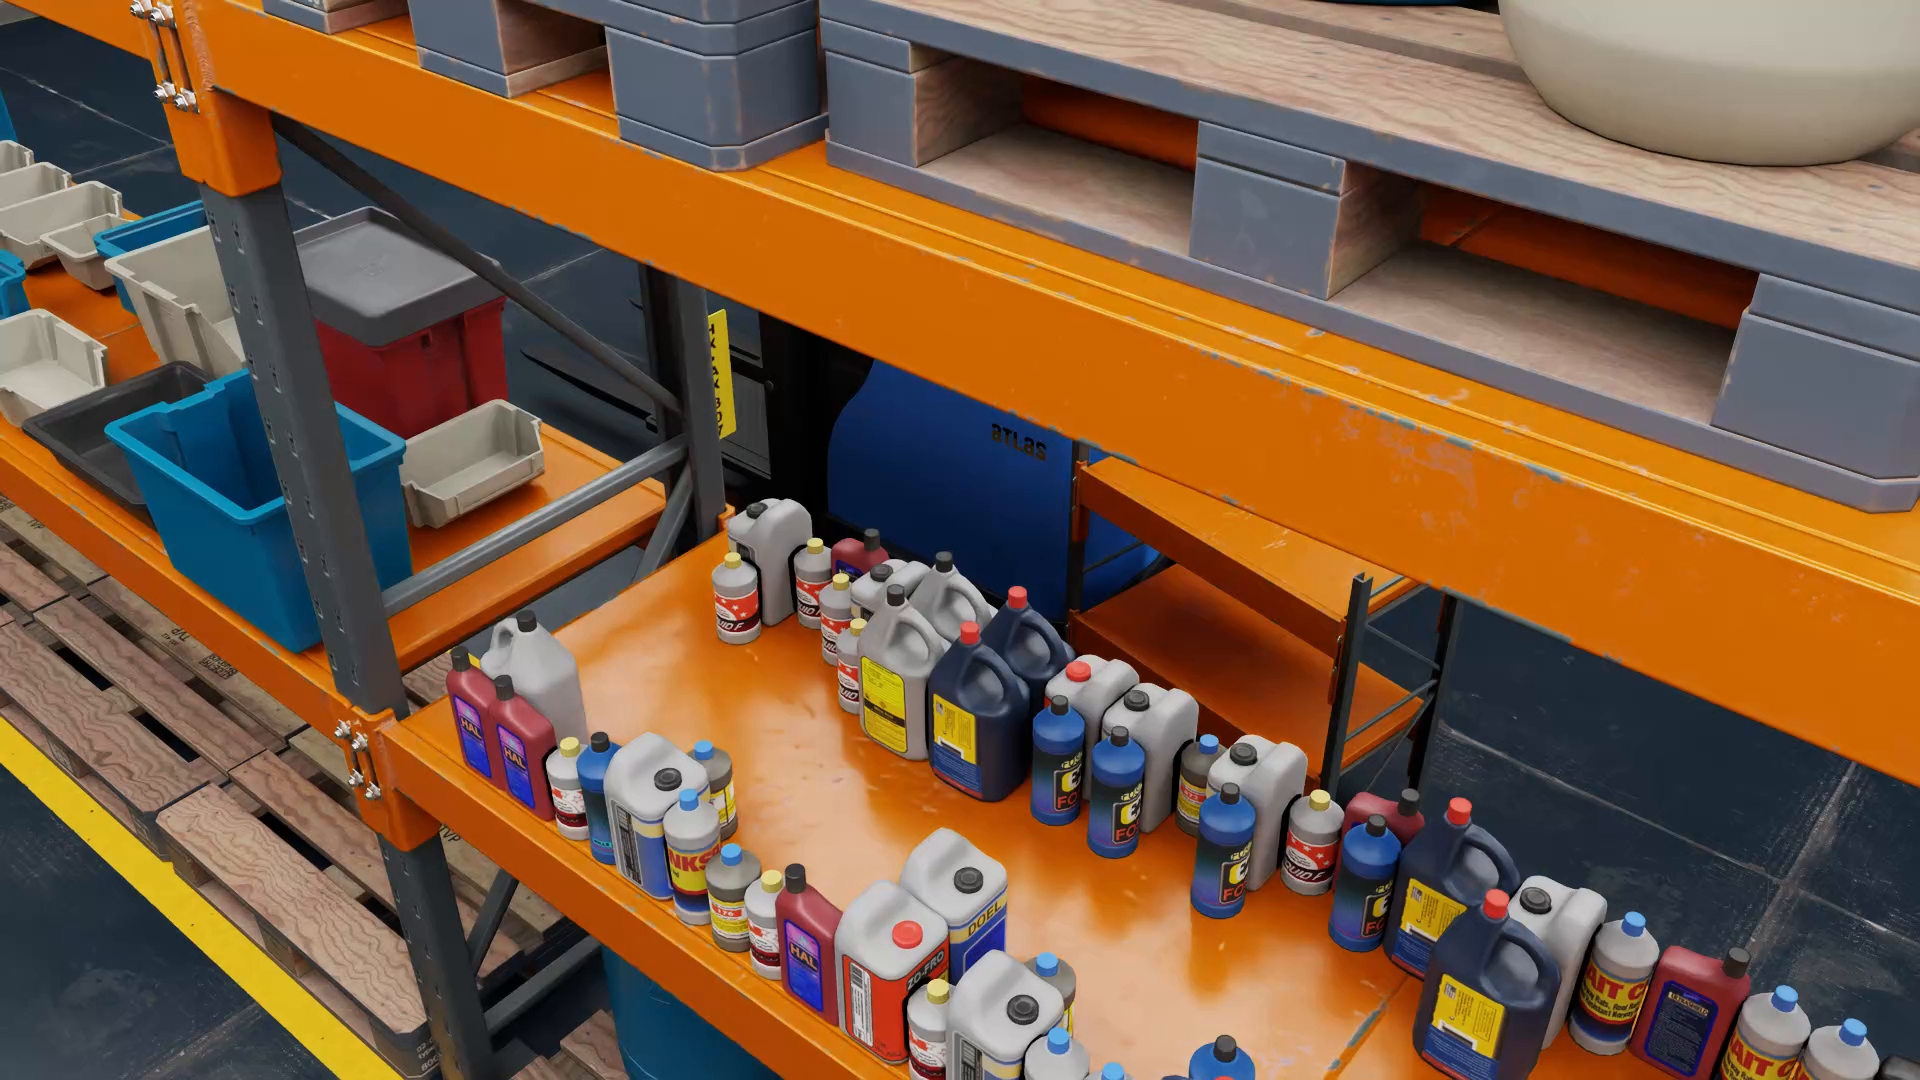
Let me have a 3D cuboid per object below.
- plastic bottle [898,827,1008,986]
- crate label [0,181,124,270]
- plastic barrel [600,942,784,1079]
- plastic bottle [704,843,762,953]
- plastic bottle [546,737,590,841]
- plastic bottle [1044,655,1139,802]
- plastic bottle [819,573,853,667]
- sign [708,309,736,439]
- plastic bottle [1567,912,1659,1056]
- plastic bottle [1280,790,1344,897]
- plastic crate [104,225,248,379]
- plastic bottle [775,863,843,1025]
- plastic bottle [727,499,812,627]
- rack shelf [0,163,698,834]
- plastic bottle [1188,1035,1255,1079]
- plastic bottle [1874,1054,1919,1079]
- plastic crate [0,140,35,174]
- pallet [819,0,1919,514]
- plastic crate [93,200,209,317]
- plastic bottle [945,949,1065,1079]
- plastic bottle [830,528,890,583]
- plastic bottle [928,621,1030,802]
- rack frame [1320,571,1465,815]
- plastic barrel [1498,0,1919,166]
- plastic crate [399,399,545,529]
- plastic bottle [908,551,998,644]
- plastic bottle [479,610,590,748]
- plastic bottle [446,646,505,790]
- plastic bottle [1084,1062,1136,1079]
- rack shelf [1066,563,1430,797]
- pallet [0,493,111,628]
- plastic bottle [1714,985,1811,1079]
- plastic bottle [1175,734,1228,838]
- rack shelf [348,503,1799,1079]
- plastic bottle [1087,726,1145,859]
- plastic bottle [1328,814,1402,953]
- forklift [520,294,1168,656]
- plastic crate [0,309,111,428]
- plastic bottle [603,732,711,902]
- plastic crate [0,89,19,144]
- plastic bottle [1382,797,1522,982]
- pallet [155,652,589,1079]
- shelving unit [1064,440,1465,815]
[{"bbox_3d":[-0.009,0.628,2.796,0.135,0.276,0.152,25,42,32],"label":"plastic bottle"},{"bbox_3d":[-2.818,-0.973,5.197,0.243,0.136,0.396,25,42,32],"label":"crate label"},{"bbox_3d":[-0.522,0.870,3.816,0.708,0.901,0.600,25,42,32],"label":"plastic barrel"},{"bbox_3d":[-0.390,0.611,2.886,0.097,0.201,0.097,0,34,0],"label":"plastic bottle"},{"bbox_3d":[-0.718,0.456,3.111,0.097,0.201,0.097,0,34,0],"label":"plastic bottle"},{"bbox_3d":[0.249,0.342,3.212,0.135,0.276,0.152,25,42,32],"label":"plastic bottle"},{"bbox_3d":[-0.249,0.163,3.539,0.097,0.201,0.097,0,34,0],"label":"plastic bottle"},{"bbox_3d":[-0.576,-0.379,3.907,0.005,0.325,0.100,25,42,32],"label":"sign"},{"bbox_3d":[1.060,0.706,2.686,0.097,0.271,0.097,0,34,0],"label":"plastic bottle"},{"bbox_3d":[0.637,0.536,2.996,0.097,0.201,0.097,0,34,0],"label":"plastic bottle"},{"bbox_3d":[-1.985,-0.635,4.577,0.530,0.282,0.437,25,42,32],"label":"plastic crate"},{"bbox_3d":[-0.238,0.662,2.739,0.133,0.283,0.061,25,42,32],"label":"plastic bottle"},{"bbox_3d":[-0.420,0.027,3.670,0.135,0.276,0.152,25,42,32],"label":"plastic bottle"},{"bbox_3d":[-2.466,-0.454,4.897,4.000,0.370,1.077,25,42,32],"label":"rack shelf"},{"bbox_3d":[0.386,0.842,2.489,0.097,0.271,0.097,0,34,0],"label":"plastic bottle"},{"bbox_3d":[1.412,0.854,2.460,0.133,0.283,0.061,25,42,32],"label":"plastic bottle"},{"bbox_3d":[-3.261,-1.174,5.490,0.243,0.136,0.396,25,42,32],"label":"plastic crate"},{"bbox_3d":[0.609,-0.534,1.895,1.213,0.211,1.003,25,42,32],"label":"pallet"},{"bbox_3d":[-2.261,-0.798,4.858,0.300,0.233,0.416,25,42,32],"label":"plastic crate"},{"bbox_3d":[0.072,0.778,2.577,0.135,0.276,0.152,25,42,32],"label":"plastic bottle"},{"bbox_3d":[-0.213,0.088,3.575,0.133,0.283,0.061,25,42,32],"label":"plastic bottle"},{"bbox_3d":[0.036,0.315,3.186,0.185,0.351,0.144,25,42,32],"label":"plastic bottle"},{"bbox_3d":[1.177,0.472,4.568,0.500,1.125,0.032,-25,42,-32],"label":"rack frame"},{"bbox_3d":[0.686,-0.619,1.362,0.433,0.535,0.433,0,34,0],"label":"plastic barrel"},{"bbox_3d":[-1.196,-0.173,4.032,0.243,0.136,0.396,25,42,32],"label":"plastic crate"},{"bbox_3d":[-0.014,0.185,3.375,0.185,0.351,0.144,25,42,32],"label":"plastic bottle"},{"bbox_3d":[-0.835,0.277,3.240,0.185,0.351,0.144,25,42,32],"label":"plastic bottle"},{"bbox_3d":[-0.921,0.340,3.208,0.133,0.283,0.061,25,42,32],"label":"plastic bottle"},{"bbox_3d":[0.219,0.869,2.449,0.097,0.271,0.097,0,34,0],"label":"plastic bottle"},{"bbox_3d":[0.852,0.453,5.029,0.538,0.278,1.000,-25,42,-32],"label":"rack shelf"},{"bbox_3d":[-3.395,-0.010,6.078,1.213,0.211,1.003,25,42,32],"label":"pallet"},{"bbox_3d":[1.237,0.790,2.564,0.097,0.271,0.097,0,34,0],"label":"plastic bottle"},{"bbox_3d":[0.459,0.452,3.118,0.097,0.201,0.097,0,34,0],"label":"plastic bottle"},{"bbox_3d":[0.608,0.995,2.787,4.000,0.370,1.077,25,42,32],"label":"rack shelf"},{"bbox_3d":[0.287,0.454,3.053,0.097,0.271,0.097,0,34,0],"label":"plastic bottle"},{"bbox_3d":[0.701,0.582,2.867,0.097,0.271,0.097,0,34,0],"label":"plastic bottle"},{"bbox_3d":[-0.486,-1.435,5.751,3.031,2.935,1.130,25,42,32],"label":"forklift"},{"bbox_3d":[-2.460,-0.442,4.424,0.466,0.136,0.293,25,42,32],"label":"plastic crate"},{"bbox_3d":[-0.536,0.491,2.995,0.135,0.276,0.152,25,42,32],"label":"plastic bottle"},{"bbox_3d":[-3.627,-1.474,5.663,0.499,0.435,0.616,25,42,32],"label":"plastic crate"},{"bbox_3d":[0.833,0.584,2.794,0.185,0.351,0.144,25,42,32],"label":"plastic bottle"},{"bbox_3d":[-1.519,0.874,4.791,1.213,0.211,1.003,25,42,32],"label":"pallet"},{"bbox_3d":[0.852,0.251,4.891,0.538,1.125,1.048,-25,42,-32],"label":"shelving unit"}]
